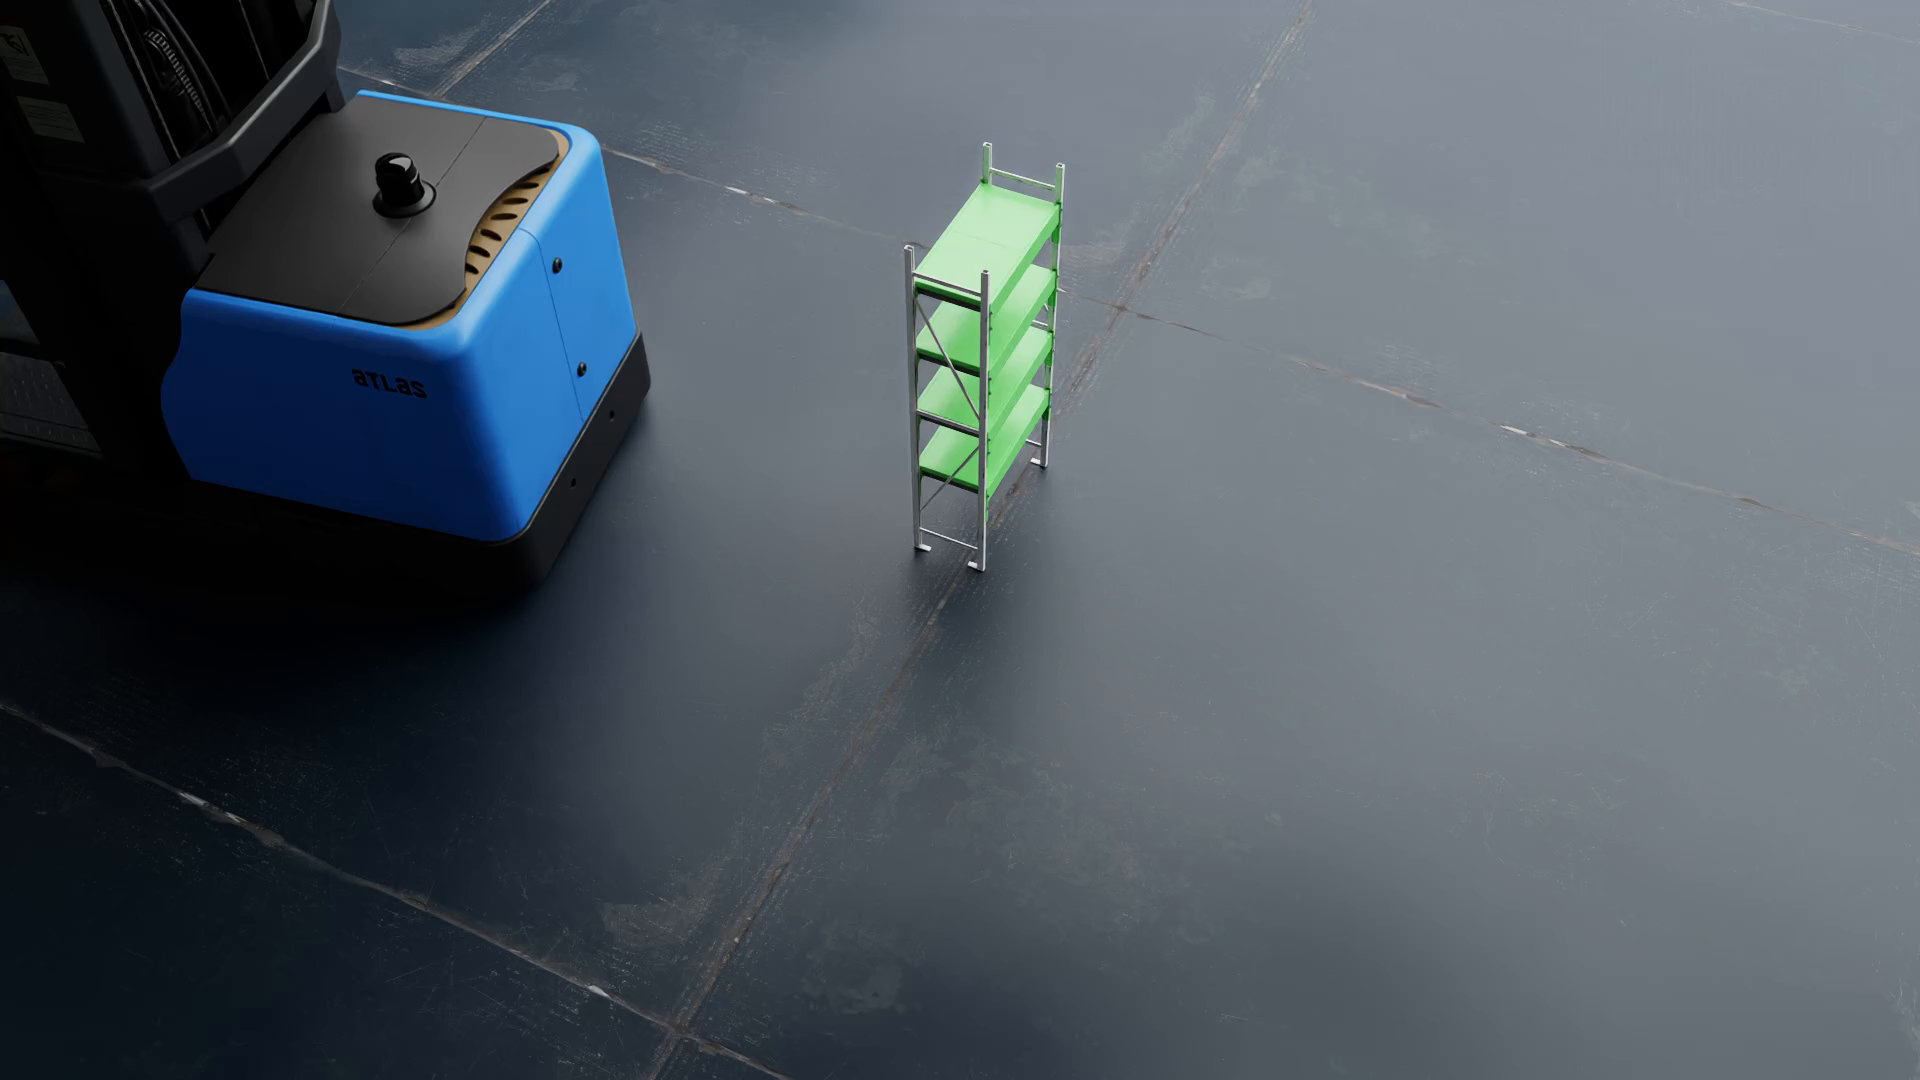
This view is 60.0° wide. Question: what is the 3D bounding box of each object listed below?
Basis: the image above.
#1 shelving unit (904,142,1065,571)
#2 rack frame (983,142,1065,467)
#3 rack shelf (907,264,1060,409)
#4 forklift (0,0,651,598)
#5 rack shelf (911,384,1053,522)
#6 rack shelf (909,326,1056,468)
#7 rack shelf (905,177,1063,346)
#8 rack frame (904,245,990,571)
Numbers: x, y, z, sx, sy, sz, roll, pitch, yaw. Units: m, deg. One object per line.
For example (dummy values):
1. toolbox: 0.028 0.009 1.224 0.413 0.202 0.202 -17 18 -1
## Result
1. shelving unit: 0.071 -0.503 4.890 0.258 1.200 0.503 20 52 16
2. rack frame: 0.175 -0.671 5.033 0.240 1.200 0.015 20 52 16
3. rack shelf: 0.071 -0.617 4.756 0.258 0.148 0.480 20 52 16
4. forklift: -2.616 -1.397 4.514 3.031 2.935 1.130 12 51 10
5. rack shelf: 0.071 -0.306 5.121 0.258 0.148 0.480 20 52 16
6. rack shelf: 0.071 -0.461 4.939 0.258 0.148 0.480 20 52 16
7. rack shelf: 0.071 -0.772 4.573 0.258 0.148 0.480 20 52 16
8. rack frame: -0.034 -0.335 4.747 0.240 1.200 0.015 20 52 16
